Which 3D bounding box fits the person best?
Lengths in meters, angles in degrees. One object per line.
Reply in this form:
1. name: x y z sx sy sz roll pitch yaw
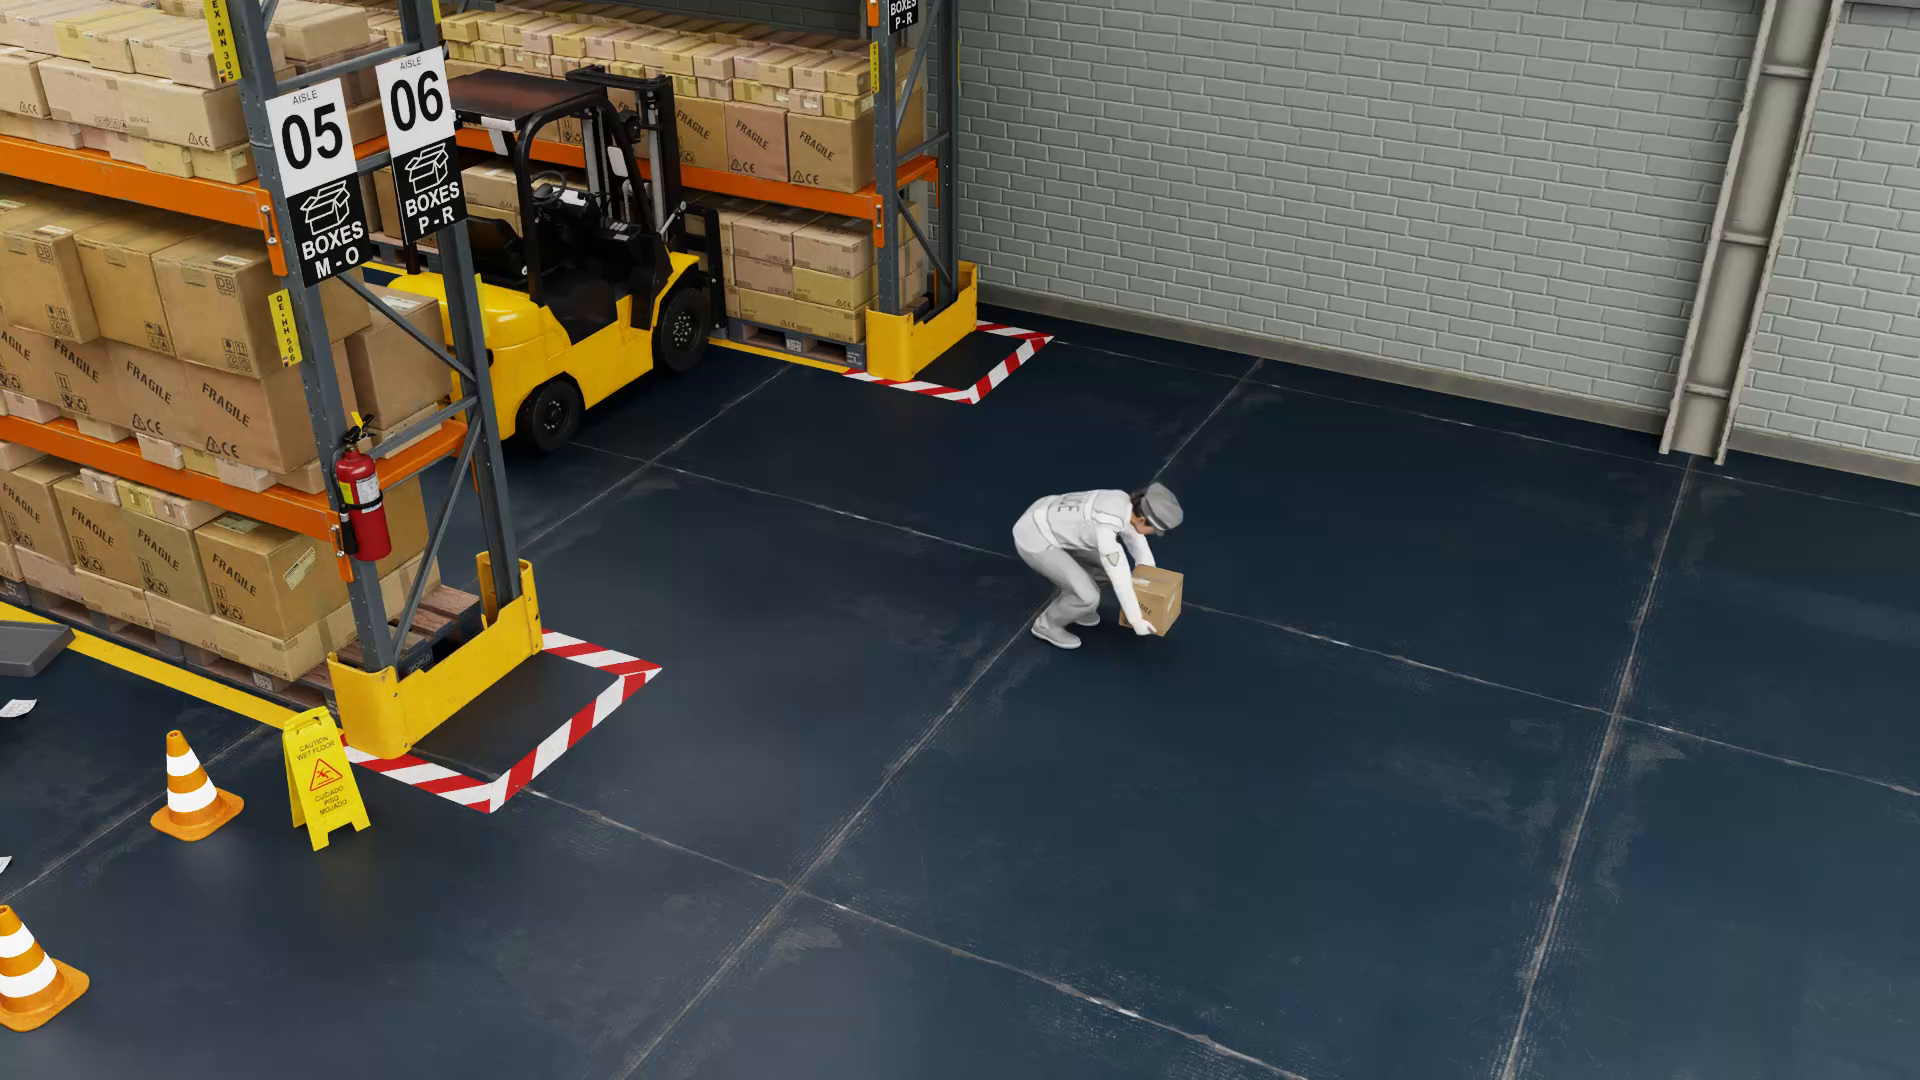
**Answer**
1. person: 0.725 0.098 8.806 0.892 0.978 0.424 13 33 22
